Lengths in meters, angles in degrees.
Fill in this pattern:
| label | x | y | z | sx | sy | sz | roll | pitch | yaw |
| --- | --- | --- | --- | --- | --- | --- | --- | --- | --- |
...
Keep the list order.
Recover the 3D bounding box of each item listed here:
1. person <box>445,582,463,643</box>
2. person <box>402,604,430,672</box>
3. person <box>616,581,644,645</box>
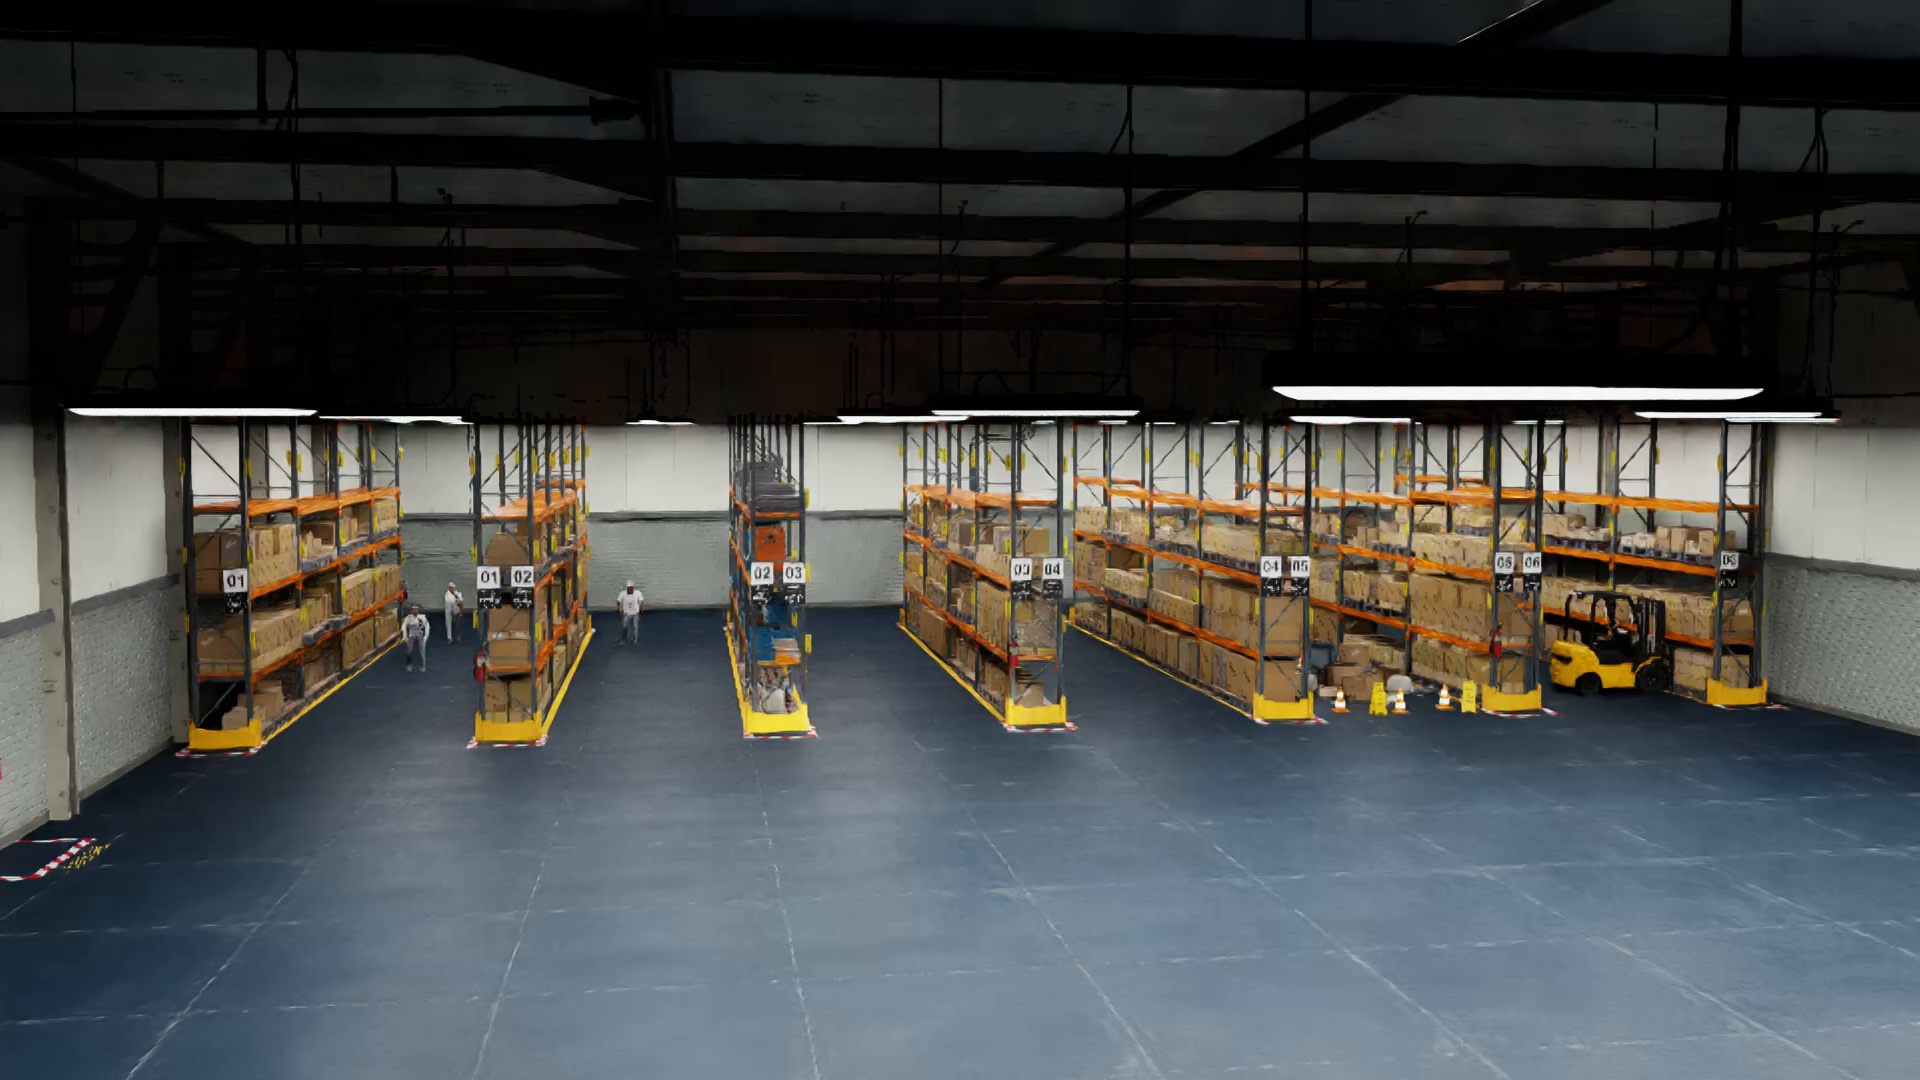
| label | x | y | z | sx | sy | sz | roll | pitch | yaw |
| --- | --- | --- | --- | --- | --- | --- | --- | --- | --- |
| person | -13.447 | 1.915 | 44.147 | 0.458 | 1.605 | 1.000 | -1 | 4 | -10 |
| person | -12.712 | 2.276 | 38.854 | 0.639 | 1.628 | 0.506 | -1 | 4 | -11 |
| person | -8.652 | 1.910 | 43.611 | 0.708 | 1.714 | 0.578 | -1 | 4 | -12 |
